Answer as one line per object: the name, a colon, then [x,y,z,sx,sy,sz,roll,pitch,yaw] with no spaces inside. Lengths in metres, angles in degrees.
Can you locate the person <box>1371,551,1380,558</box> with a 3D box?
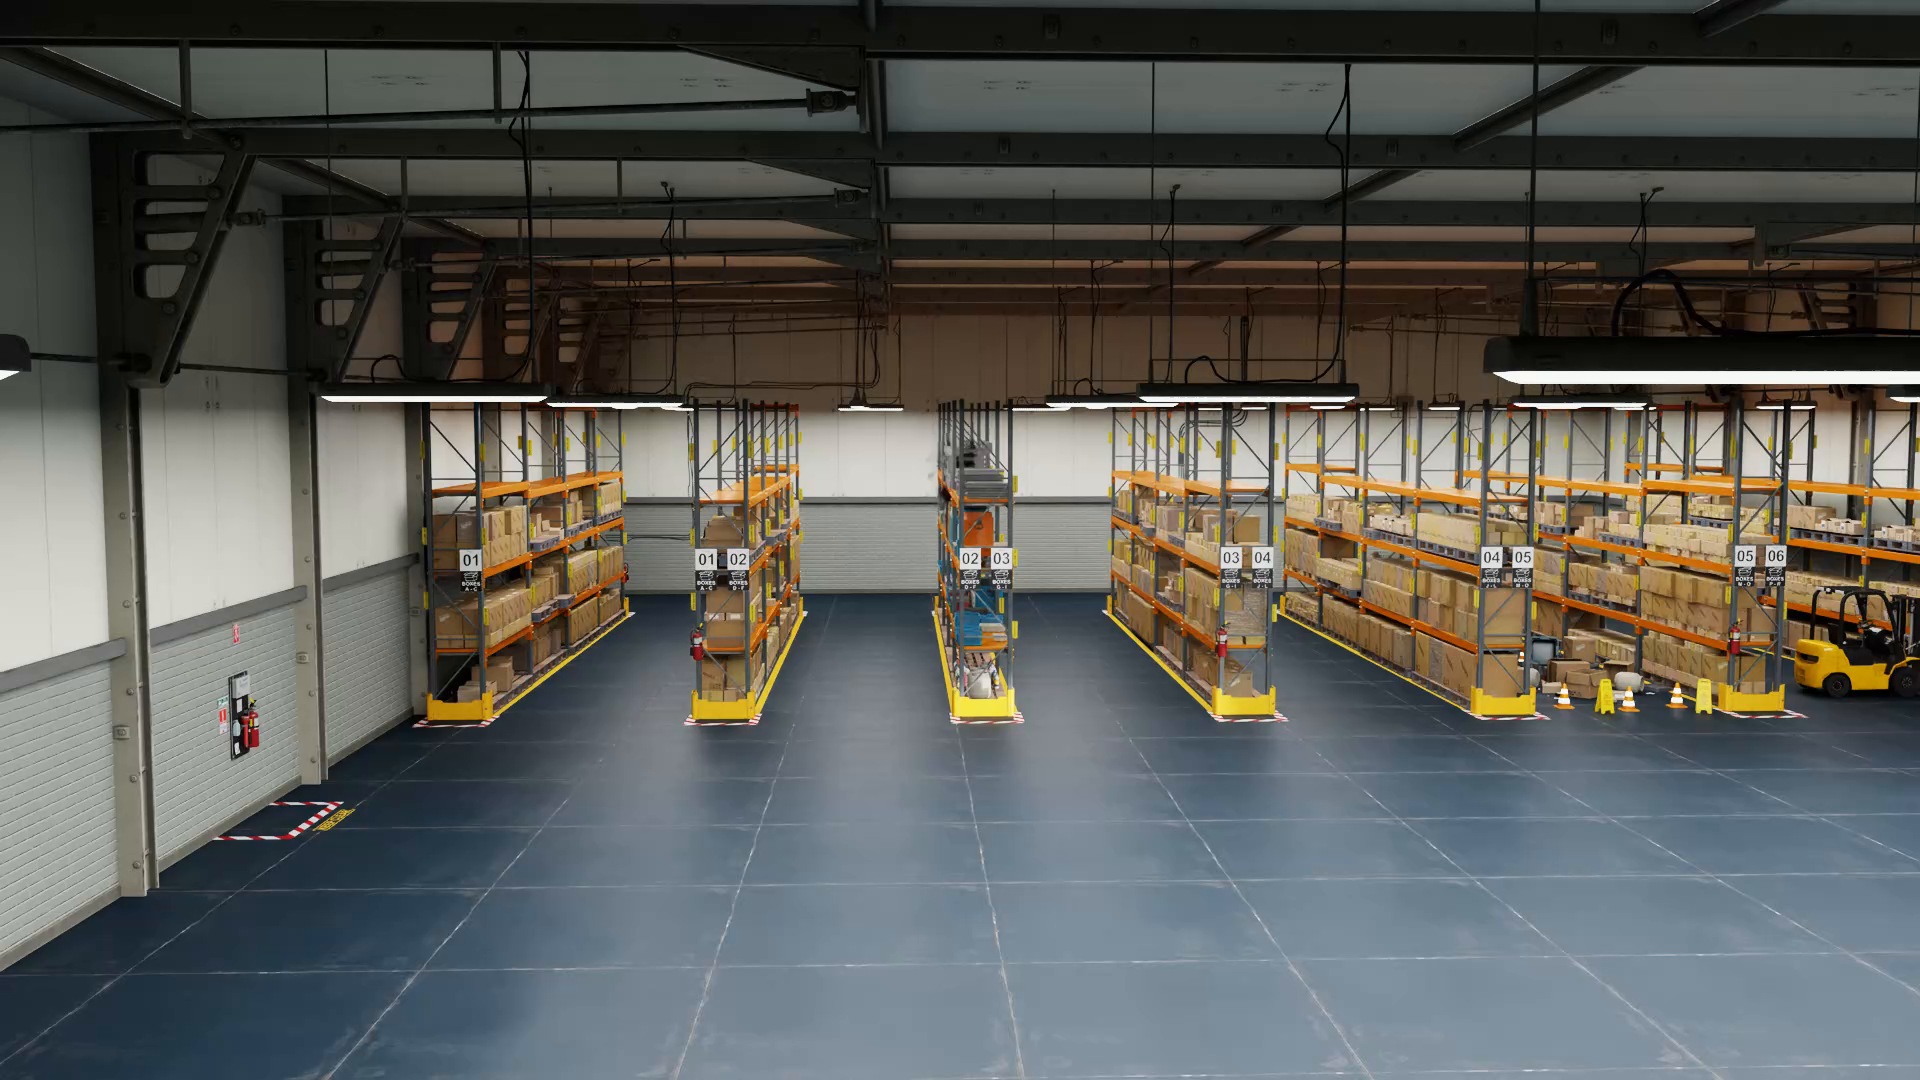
person: [12.295,1.140,49.245,0.914,1.665,0.581,0,4,1]
